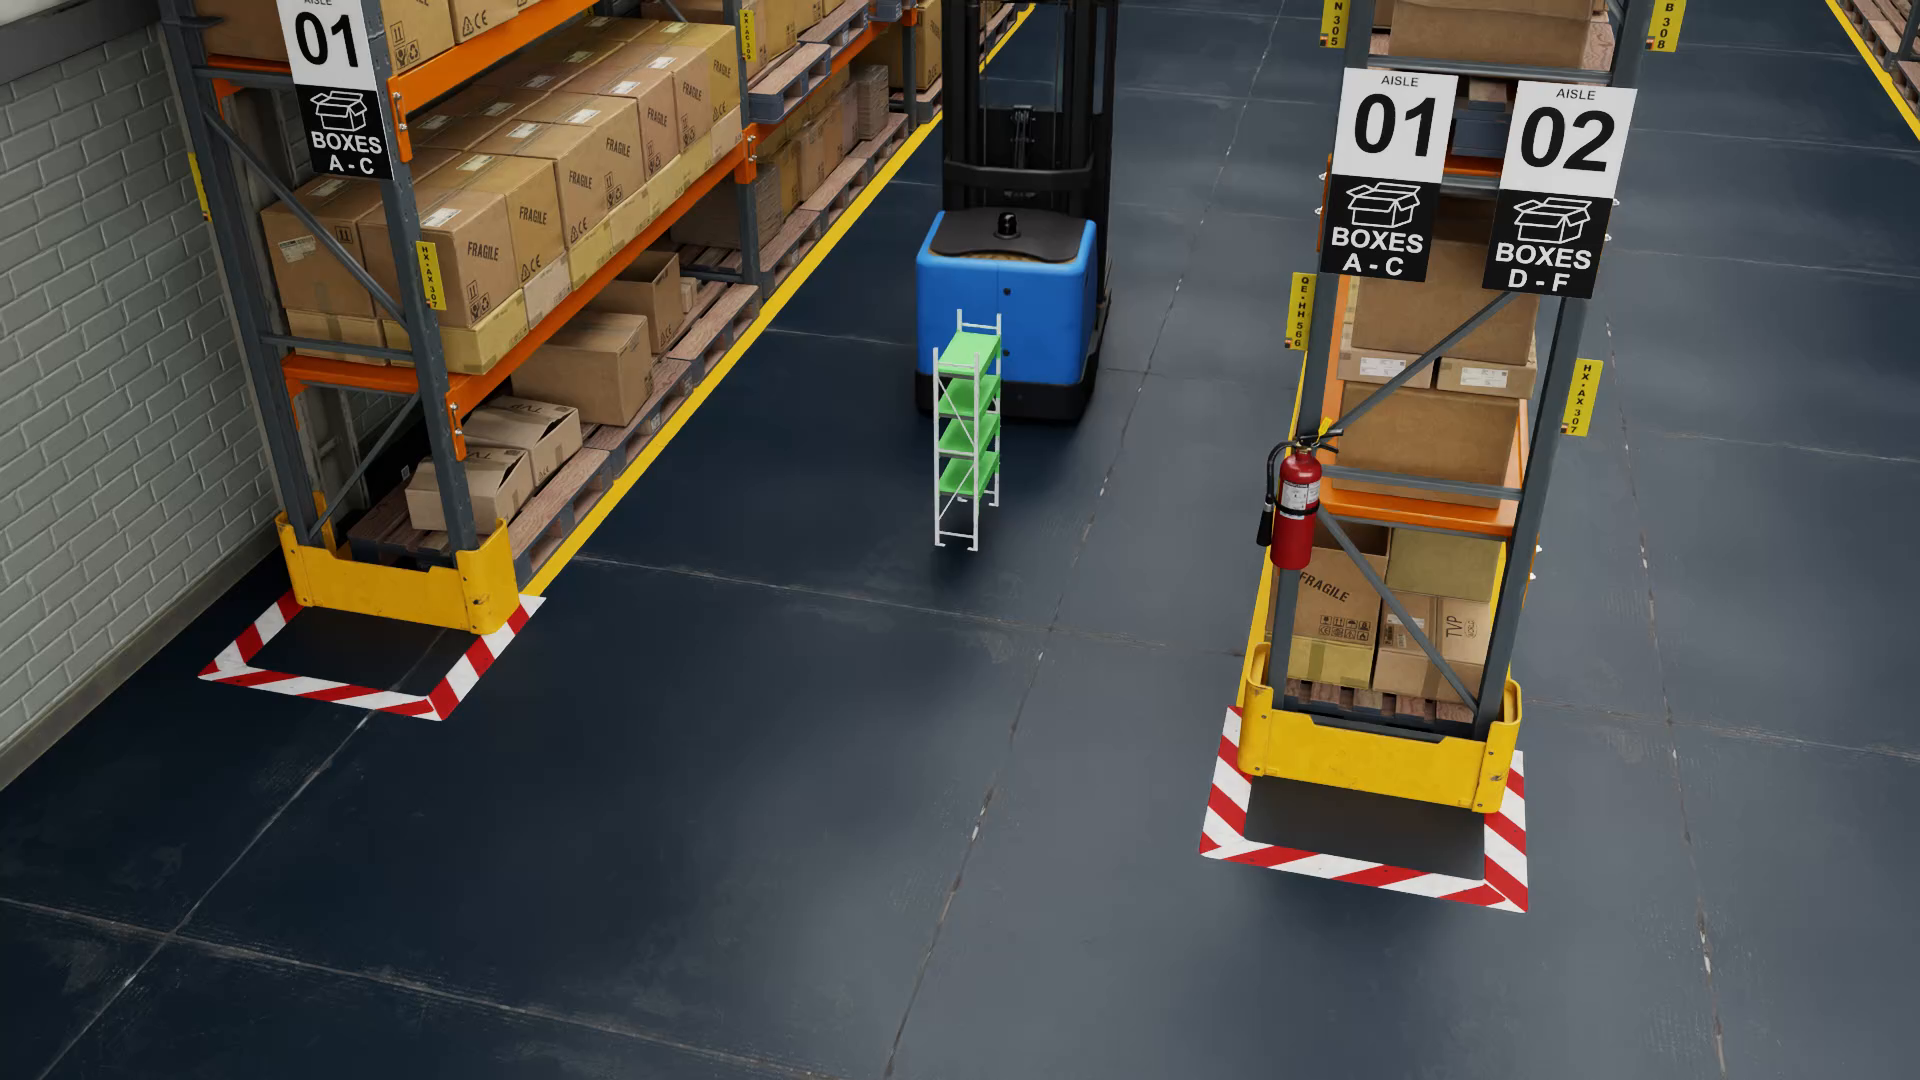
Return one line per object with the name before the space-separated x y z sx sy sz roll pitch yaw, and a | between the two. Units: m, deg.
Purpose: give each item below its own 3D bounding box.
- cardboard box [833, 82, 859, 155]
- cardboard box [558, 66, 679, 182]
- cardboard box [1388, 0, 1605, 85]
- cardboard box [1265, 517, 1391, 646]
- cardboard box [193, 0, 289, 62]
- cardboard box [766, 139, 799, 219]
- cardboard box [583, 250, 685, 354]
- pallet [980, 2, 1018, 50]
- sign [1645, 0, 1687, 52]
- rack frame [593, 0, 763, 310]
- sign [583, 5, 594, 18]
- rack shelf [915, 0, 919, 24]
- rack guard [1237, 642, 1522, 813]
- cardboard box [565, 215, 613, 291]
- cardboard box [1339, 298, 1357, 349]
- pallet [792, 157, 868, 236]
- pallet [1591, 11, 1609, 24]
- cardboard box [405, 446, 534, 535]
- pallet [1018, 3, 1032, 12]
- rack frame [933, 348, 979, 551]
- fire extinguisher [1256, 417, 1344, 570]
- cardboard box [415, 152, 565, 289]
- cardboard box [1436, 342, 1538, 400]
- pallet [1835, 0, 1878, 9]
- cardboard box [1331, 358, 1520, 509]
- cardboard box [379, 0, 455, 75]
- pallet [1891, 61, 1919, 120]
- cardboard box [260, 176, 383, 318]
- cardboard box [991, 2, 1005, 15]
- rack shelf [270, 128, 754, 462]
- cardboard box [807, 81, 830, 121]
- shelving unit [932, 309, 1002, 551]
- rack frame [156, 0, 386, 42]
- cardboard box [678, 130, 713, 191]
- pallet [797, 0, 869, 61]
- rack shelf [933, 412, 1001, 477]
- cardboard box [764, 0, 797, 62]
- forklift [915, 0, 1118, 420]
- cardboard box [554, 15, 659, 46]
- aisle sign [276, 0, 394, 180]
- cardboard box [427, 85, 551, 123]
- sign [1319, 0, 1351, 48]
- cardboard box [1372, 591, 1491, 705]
cardboard box | -1.267 -3.553 13.963 0.700 0.500 0.500 8 33 12
cardboard box | -1.987 -2.433 9.704 0.500 0.500 0.500 7 33 11
cardboard box | 2.021 -2.074 6.302 0.797 0.503 0.637 10 34 16
cardboard box | 1.719 0.117 7.742 0.500 0.500 0.500 8 33 12
cardboard box | -3.061 -2.471 7.433 0.500 0.500 0.500 10 34 16
cardboard box | -1.653 -2.769 12.729 0.700 0.500 0.500 7 33 11
cardboard box | -2.131 -1.566 10.837 0.500 0.500 0.500 6 33 9
pallet | 0.001 -5.543 17.772 1.003 0.211 1.213 8 33 12
sign | 2.406 -1.820 5.633 0.100 0.325 0.005 8 33 12
rack frame | -1.906 -2.979 11.140 1.000 3.000 0.127 8 33 12
sign | -2.444 -3.541 10.945 0.100 0.325 0.005 8 33 12
rack shelf | -0.384 -5.789 16.230 1.077 0.370 4.000 8 33 12
rack guard | 1.865 0.837 7.468 1.175 0.500 0.348 8 33 12
cardboard box | -2.238 -1.593 9.081 0.500 0.250 0.500 8 33 12
cardboard box | 1.849 -0.907 7.183 0.380 0.149 0.250 9 34 14
pallet | -1.403 -2.841 13.523 1.003 0.211 1.213 8 33 12
pallet | 2.383 -2.458 7.606 1.003 0.211 1.213 8 33 12
cardboard box | -2.659 -0.301 9.023 0.500 0.311 0.500 4 33 7
pallet | 0.392 -6.337 19.022 1.003 0.211 1.213 8 33 12
rack frame | -0.020 -0.466 8.864 0.240 1.200 0.015 8 33 12
fire extinguisher | 1.392 -0.200 6.841 0.296 0.674 0.183 8 33 12
cardboard box | -2.375 -1.627 8.435 0.500 0.500 0.500 8 33 13
cardboard box | 2.179 -0.721 6.890 0.380 0.149 0.250 8 33 12
pallet | 10.475 -6.258 18.897 1.003 0.211 1.213 8 33 12
cardboard box | 2.002 -0.513 7.168 0.700 0.500 0.500 8 33 12
cardboard box | -2.595 -2.359 7.257 0.500 0.500 0.500 9 34 14
pallet | 9.470 -4.210 15.675 1.003 0.211 1.213 8 33 12
cardboard box | -3.008 -1.438 8.139 0.500 0.500 0.500 8 33 12
cardboard box | 0.085 -6.045 17.576 0.750 0.750 0.750 8 33 13
rack shelf | -2.414 -1.637 9.700 1.077 0.370 4.000 8 33 12
cardboard box | -1.355 -3.566 13.285 0.500 0.250 0.500 8 33 12
shelving unit | 0.042 -0.592 9.063 0.258 1.200 0.503 8 33 12
rack frame | -2.922 -3.435 6.265 1.000 3.000 0.127 8 33 12
cardboard box | -1.868 -2.379 10.318 0.500 0.250 0.500 8 33 13
pallet | -1.354 -3.941 12.832 1.003 0.211 1.213 8 33 12
rack shelf | 0.042 -0.538 9.098 0.258 0.148 0.480 8 33 12
cardboard box | -1.596 -3.755 11.858 0.700 0.500 0.500 11 34 17
forklift | 0.468 -2.755 10.852 1.130 2.935 3.031 5 33 8
cardboard box | -2.228 -3.025 10.635 0.500 0.500 0.500 7 33 11
aisle sign | -2.650 -1.922 7.054 0.394 0.787 0.004 8 33 12
cardboard box | -2.615 -2.228 9.381 0.500 0.500 0.500 8 33 13
sign | 1.350 -1.918 5.923 0.100 0.325 0.005 8 33 12
cardboard box | 2.222 0.505 7.832 0.500 0.250 0.500 8 33 12
